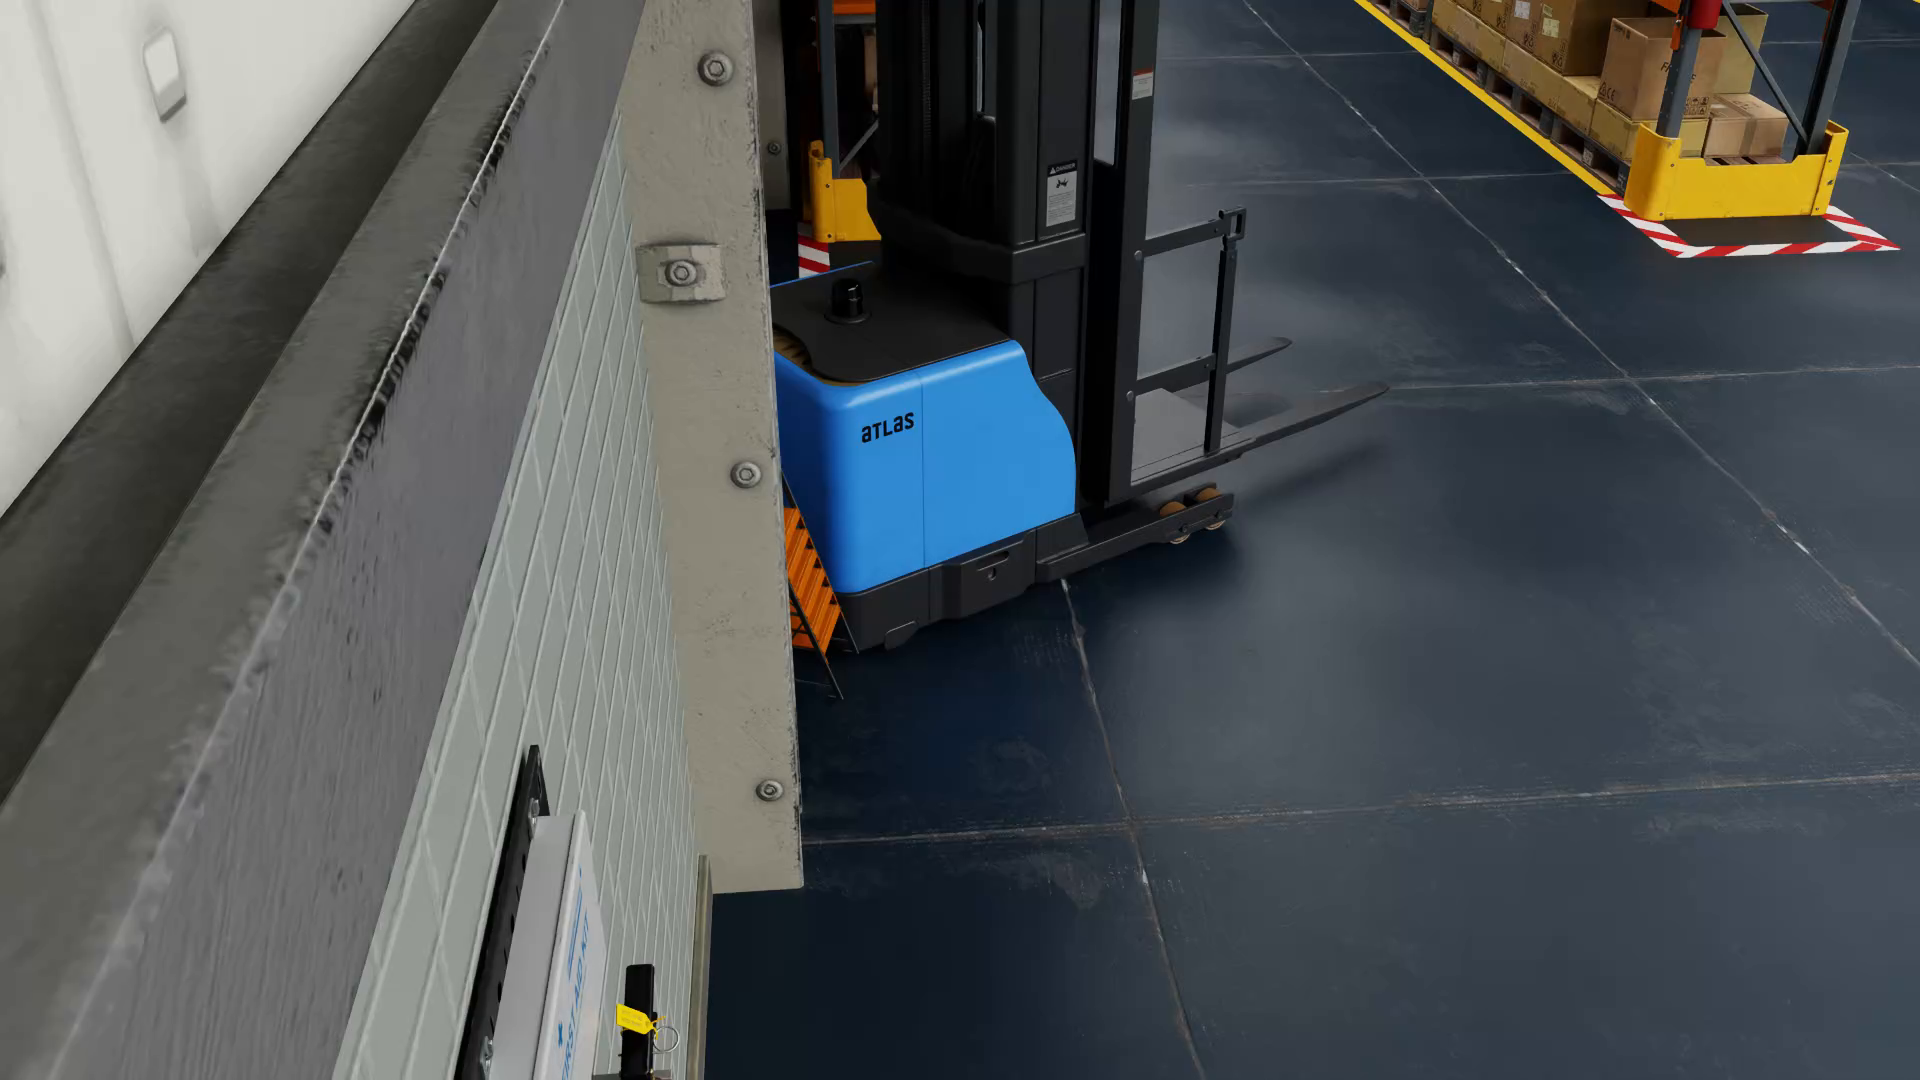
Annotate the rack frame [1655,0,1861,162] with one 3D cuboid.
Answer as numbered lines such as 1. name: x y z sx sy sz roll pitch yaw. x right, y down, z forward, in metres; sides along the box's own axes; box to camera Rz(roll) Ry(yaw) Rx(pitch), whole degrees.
1. rack frame: 4.655 -3.323 9.389 1.000 3.000 0.127 -3 31 -5

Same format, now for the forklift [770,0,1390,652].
1. forklift: 0.507 -1.444 6.309 3.031 2.935 1.130 -20 36 -30

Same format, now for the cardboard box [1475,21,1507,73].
1. cardboard box: 4.106 -3.603 12.129 0.500 0.250 0.500 -3 31 -5

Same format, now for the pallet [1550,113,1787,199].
1. pallet: 4.541 -2.515 10.754 1.003 0.211 1.213 -3 31 -5

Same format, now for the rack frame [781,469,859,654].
1. rack frame: -0.561 0.070 5.429 0.240 1.200 0.006 9 60 15

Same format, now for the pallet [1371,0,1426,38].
1. pallet: 4.173 -4.543 14.149 1.003 0.211 1.213 -3 31 -5

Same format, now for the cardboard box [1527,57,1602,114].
1. cardboard box: 4.203 -3.093 11.274 0.500 0.250 0.500 -3 31 -5

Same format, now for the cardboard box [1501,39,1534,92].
1. cardboard box: 4.158 -3.348 11.702 0.500 0.250 0.500 -3 31 -5

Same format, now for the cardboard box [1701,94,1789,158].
1. cardboard box: 4.826 -2.608 10.462 0.500 0.250 0.500 -3 31 -5

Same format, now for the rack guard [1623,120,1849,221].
1. rack guard: 4.657 -2.238 10.009 1.175 0.500 0.348 -3 31 -5

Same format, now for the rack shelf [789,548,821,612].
1. rack shelf: -0.596 0.107 5.322 0.258 0.103 0.180 9 60 15

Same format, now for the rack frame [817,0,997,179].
1. rack frame: -0.277 -3.084 8.988 1.000 3.000 0.127 -3 31 -5

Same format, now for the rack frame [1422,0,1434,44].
1. rack frame: 4.281 -5.365 12.808 1.000 3.000 0.127 -3 31 -5

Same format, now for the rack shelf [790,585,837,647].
1. rack shelf: -0.562 0.233 5.523 0.258 0.103 0.180 9 60 15

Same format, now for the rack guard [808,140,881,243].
1. rack guard: -0.284 -2.050 9.694 1.175 0.500 0.348 -3 31 -5

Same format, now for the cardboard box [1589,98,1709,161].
1. cardboard box: 4.310 -2.583 10.421 0.500 0.250 0.500 -3 31 -5

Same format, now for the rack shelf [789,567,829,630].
1. rack shelf: -0.579 0.170 5.422 0.258 0.103 0.180 9 60 15

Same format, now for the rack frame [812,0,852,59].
1. rack frame: -0.651 -5.126 12.407 1.000 3.000 0.127 -3 31 -5

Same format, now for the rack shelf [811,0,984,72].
1. rack shelf: -0.464 -3.796 10.882 1.077 0.370 4.000 -3 31 -5

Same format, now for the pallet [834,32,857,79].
1. pallet: -0.553 -3.588 12.551 1.003 0.211 1.213 -3 31 -5

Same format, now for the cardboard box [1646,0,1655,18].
1. cardboard box: 4.718 -3.439 11.123 0.500 0.500 0.500 -3 31 -5

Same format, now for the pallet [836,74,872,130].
1. pallet: -0.436 -2.964 11.506 1.003 0.211 1.213 -3 31 -5

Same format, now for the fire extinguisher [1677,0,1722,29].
1. fire extinguisher: 4.203 -3.207 9.270 0.296 0.674 0.183 -3 31 -5

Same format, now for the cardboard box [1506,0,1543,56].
1. cardboard box: 4.155 -3.670 11.509 0.500 0.500 0.500 -3 31 -5

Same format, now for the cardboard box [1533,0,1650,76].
1. cardboard box: 4.200 -3.414 11.082 0.500 0.500 0.500 -3 31 -5

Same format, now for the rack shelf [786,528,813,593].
1. rack shelf: -0.614 0.044 5.221 0.258 0.103 0.180 9 60 15

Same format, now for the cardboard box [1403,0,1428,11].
1. cardboard box: 3.953 -4.563 13.736 0.500 0.250 0.500 -3 31 -5

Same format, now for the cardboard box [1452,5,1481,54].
1. cardboard box: 4.064 -3.859 12.557 0.500 0.250 0.500 -3 31 -5

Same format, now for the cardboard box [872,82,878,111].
1. cardboard box: -0.305 -2.767 10.651 0.500 0.311 0.500 0 31 0

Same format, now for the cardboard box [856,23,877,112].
1. cardboard box: -0.324 -3.225 11.233 0.700 0.500 0.500 -5 31 -8

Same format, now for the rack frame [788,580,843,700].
1. rack frame: -0.610 0.223 5.342 0.240 1.200 0.006 9 60 15

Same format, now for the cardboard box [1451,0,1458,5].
1. cardboard box: 4.012 -4.435 12.791 0.500 0.500 0.500 -3 31 -5

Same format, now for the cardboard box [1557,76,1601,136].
1. cardboard box: 4.252 -2.837 10.847 0.500 0.250 0.500 -3 31 -5

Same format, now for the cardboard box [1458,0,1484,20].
1. cardboard box: 4.067 -4.181 12.364 0.500 0.500 0.500 -3 31 -5

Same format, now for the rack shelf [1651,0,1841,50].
1. rack shelf: 4.468 -4.036 11.283 1.077 0.370 4.000 -3 31 -5

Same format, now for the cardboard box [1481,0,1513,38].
1. cardboard box: 4.106 -3.925 11.936 0.500 0.500 0.500 -3 31 -5

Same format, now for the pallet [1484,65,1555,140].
1. pallet: 4.431 -3.136 11.794 1.003 0.211 1.213 -3 31 -5

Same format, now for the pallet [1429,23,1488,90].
1. pallet: 4.313 -3.760 12.840 1.003 0.211 1.213 -3 31 -5

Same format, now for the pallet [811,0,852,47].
1. pallet: -0.725 -4.327 13.788 1.003 0.211 1.213 -3 31 -5

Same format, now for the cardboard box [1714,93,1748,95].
1. cardboard box: 4.776 -2.863 10.889 0.500 0.250 0.500 -3 31 -5

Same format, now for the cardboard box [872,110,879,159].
1. cardboard box: -0.252 -2.476 10.163 0.500 0.311 0.500 -6 31 -10

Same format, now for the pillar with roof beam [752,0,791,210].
1. pillar with roof beam: 3.082 -6.182 8.324 9.100 9.000 0.400 -3 31 -5

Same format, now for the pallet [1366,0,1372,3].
1. pallet: 4.056 -5.167 15.194 1.003 0.211 1.213 -3 31 -5

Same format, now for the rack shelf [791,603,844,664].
1. rack shelf: -0.544 0.296 5.624 0.258 0.103 0.180 9 60 15

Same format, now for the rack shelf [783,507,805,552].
1. rack shelf: -0.631 -0.019 5.120 0.258 0.103 0.180 9 60 15

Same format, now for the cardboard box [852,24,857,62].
1. cardboard box: -0.514 -3.714 12.051 0.500 0.500 0.500 -5 31 -8

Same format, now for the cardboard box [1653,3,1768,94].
1. cardboard box: 4.777 -3.185 10.697 0.500 0.500 0.500 -3 31 -5

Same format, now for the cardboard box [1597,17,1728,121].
1. cardboard box: 4.308 -2.905 10.228 0.500 0.500 0.500 -3 31 -5

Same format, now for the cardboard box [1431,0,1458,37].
1. cardboard box: 4.022 -4.114 12.984 0.500 0.250 0.500 -3 31 -5

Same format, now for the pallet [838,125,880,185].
1. pallet: -0.325 -2.342 10.465 1.003 0.211 1.213 -3 31 -5

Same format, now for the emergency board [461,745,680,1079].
1. emergency board: -0.450 0.927 2.273 0.194 1.169 0.643 -3 31 -5

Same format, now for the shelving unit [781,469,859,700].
1. shelving unit: -0.585 0.147 5.385 0.258 1.200 0.189 9 60 15

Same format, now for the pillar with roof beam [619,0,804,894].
1. pillar with roof beam: 3.643 -3.118 3.195 9.100 9.000 0.400 -3 31 -5
